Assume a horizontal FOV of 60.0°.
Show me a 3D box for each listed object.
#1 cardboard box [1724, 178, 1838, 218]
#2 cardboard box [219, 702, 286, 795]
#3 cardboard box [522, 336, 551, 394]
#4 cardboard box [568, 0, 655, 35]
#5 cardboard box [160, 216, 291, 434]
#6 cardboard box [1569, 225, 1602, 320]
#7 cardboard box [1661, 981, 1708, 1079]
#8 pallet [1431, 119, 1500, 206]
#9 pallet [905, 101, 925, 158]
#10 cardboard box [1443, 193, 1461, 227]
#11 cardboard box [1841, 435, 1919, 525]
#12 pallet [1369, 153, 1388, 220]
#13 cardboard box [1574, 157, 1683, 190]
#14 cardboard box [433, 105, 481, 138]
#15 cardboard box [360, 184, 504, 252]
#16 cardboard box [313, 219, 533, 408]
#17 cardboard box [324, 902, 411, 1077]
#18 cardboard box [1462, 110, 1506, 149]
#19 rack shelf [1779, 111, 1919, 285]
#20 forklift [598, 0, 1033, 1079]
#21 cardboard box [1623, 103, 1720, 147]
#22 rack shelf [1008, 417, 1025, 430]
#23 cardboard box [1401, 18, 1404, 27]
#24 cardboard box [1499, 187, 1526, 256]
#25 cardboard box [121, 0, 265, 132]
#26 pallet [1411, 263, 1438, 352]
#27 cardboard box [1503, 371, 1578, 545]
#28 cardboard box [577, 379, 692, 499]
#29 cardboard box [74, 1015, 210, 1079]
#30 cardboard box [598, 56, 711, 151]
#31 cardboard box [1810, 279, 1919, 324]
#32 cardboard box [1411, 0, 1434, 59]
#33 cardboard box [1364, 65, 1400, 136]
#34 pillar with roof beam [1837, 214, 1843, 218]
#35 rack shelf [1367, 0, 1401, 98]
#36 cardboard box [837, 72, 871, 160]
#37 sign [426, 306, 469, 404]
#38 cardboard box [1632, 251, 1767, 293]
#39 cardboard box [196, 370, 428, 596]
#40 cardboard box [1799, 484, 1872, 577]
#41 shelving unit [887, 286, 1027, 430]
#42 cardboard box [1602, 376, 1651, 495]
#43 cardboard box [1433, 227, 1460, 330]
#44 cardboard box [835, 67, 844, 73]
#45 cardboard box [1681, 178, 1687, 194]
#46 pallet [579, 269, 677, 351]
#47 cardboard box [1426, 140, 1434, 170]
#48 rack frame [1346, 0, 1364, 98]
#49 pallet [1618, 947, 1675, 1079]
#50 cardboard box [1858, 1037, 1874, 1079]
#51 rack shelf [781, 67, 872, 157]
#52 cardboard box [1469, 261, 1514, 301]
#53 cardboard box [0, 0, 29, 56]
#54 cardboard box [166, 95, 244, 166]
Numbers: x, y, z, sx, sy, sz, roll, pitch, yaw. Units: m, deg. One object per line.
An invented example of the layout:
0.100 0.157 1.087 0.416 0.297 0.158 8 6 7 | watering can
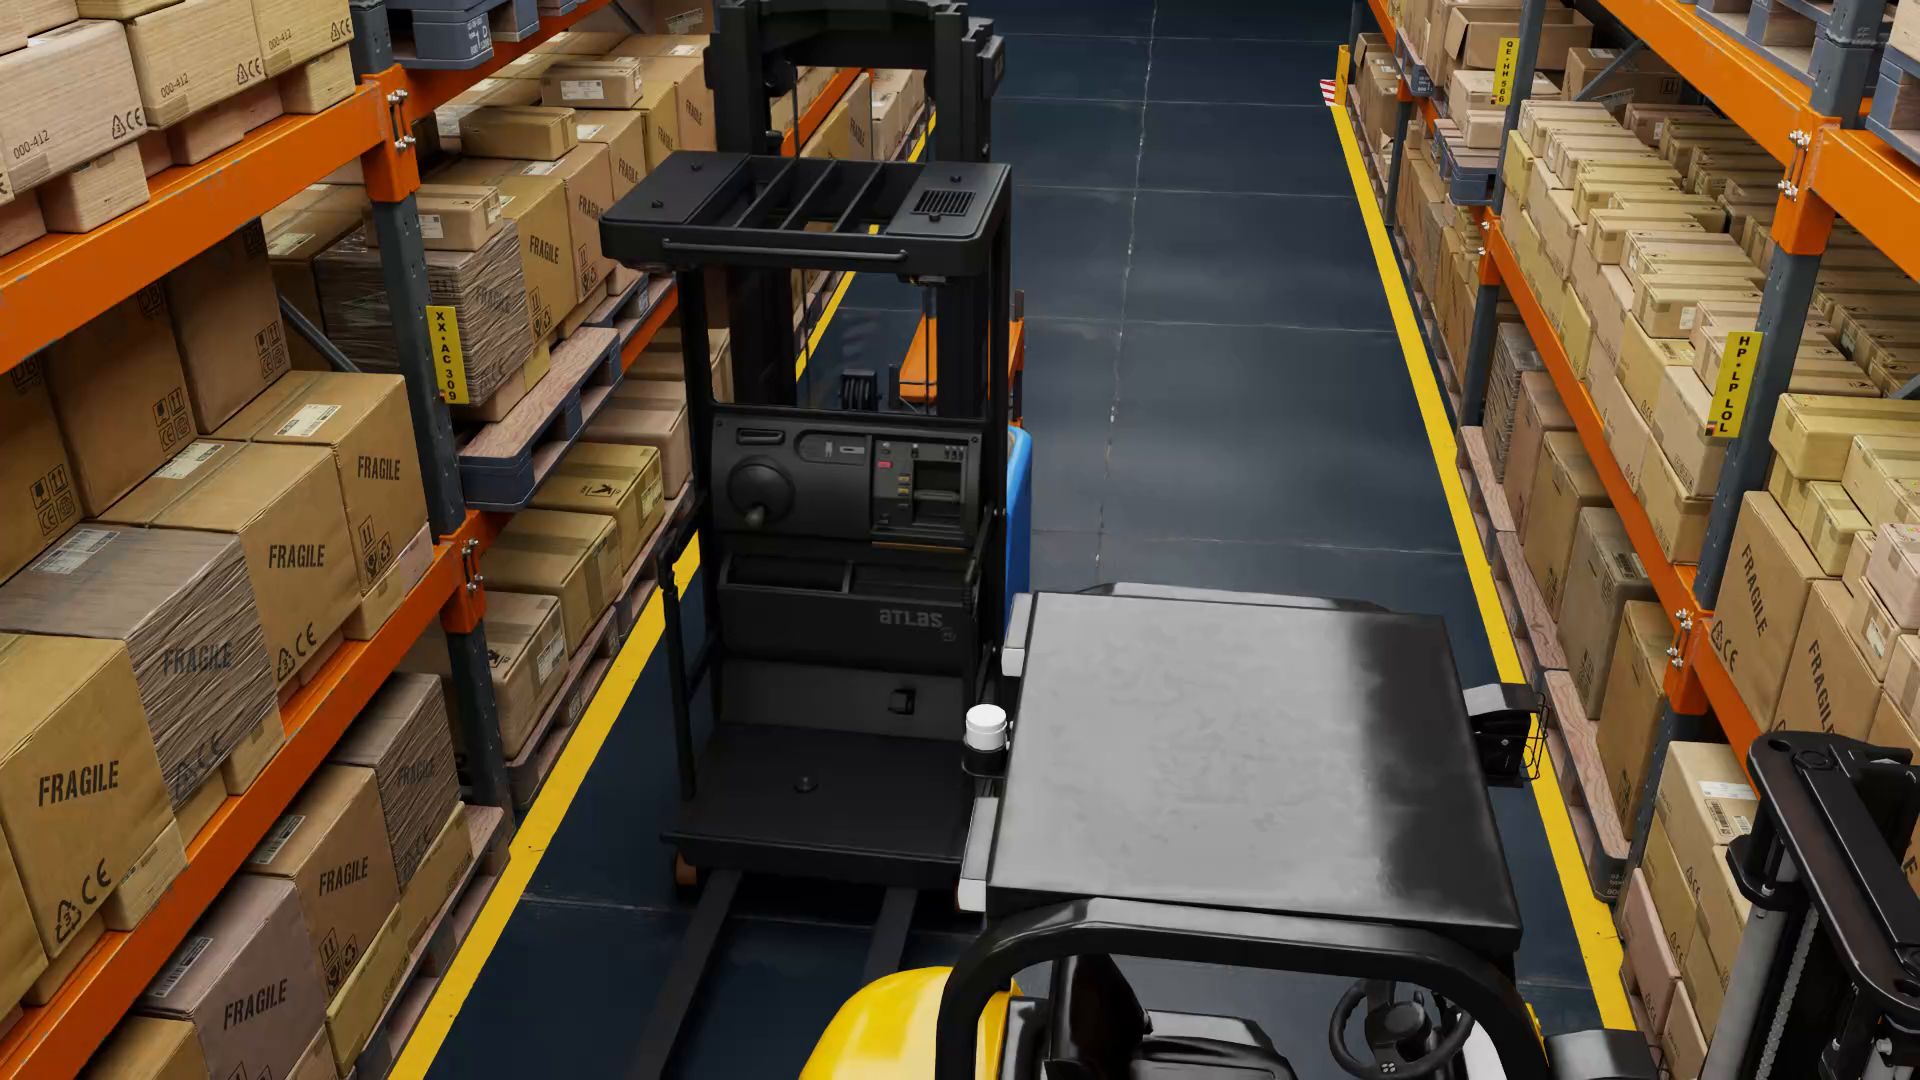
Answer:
3.384 -1.383 6.864 0.380 0.149 0.250 3 28 5 | cardboard box
-2.021 0.528 4.372 0.380 0.149 0.250 3 28 5 | cardboard box
-1.742 -0.663 6.140 0.380 0.149 0.250 4 29 7 | cardboard box
-1.869 -2.856 9.228 0.500 0.500 0.500 3 28 5 | cardboard box
-2.432 -0.651 4.822 0.700 0.500 0.500 3 28 6 | cardboard box
2.775 -1.063 6.691 0.500 0.250 0.500 4 29 7 | cardboard box
2.329 1.531 4.702 0.500 0.250 0.500 3 28 5 | cardboard box
3.268 -2.065 9.123 1.213 0.211 1.003 3 28 6 | pallet
-0.865 -3.697 14.891 1.003 0.211 1.213 3 28 6 | pallet
3.254 -2.066 10.431 0.380 0.149 0.250 2 28 4 | cardboard box
2.506 -0.142 4.247 0.380 0.149 0.250 4 29 7 | cardboard box
3.829 -2.805 13.234 1.003 0.211 1.213 3 28 6 | pallet
2.865 -1.531 7.140 0.380 0.149 0.250 4 29 7 | cardboard box
-2.142 -1.543 7.090 0.500 0.500 0.500 2 28 4 | cardboard box
-1.754 -1.076 5.540 0.380 0.149 0.250 3 28 6 | cardboard box
-1.821 -0.794 5.699 0.500 0.500 0.500 4 29 7 | cardboard box
-2.024 1.341 5.055 0.500 0.250 0.500 3 28 5 | cardboard box
2.954 -2.232 9.052 0.380 0.149 0.250 4 29 7 | cardboard box
2.519 -0.006 2.694 1.077 0.370 4.000 3 28 6 | rack shelf
-0.419 -0.163 5.462 1.130 2.935 3.031 4 29 8 | forklift
3.415 -1.991 7.994 0.380 0.149 0.250 4 29 8 | cardboard box
0.001 -0.283 8.105 0.538 0.278 1.000 3 28 6 | rack shelf
3.543 -3.887 12.567 0.380 0.149 0.250 4 29 8 | cardboard box
2.957 -1.566 8.151 0.500 0.250 0.500 3 29 6 | cardboard box
-2.010 -1.154 3.912 0.500 0.250 0.500 3 28 5 | cardboard box
3.535 -1.520 10.850 1.003 0.211 1.213 3 28 6 | pallet
3.092 -0.365 7.826 0.875 0.625 0.625 4 29 8 | cardboard box
-1.834 -0.528 8.395 0.950 0.372 0.625 3 28 5 | cardboard box
-2.148 1.491 3.985 0.500 0.500 0.500 4 29 7 | cardboard box
-1.505 -1.999 7.935 0.500 0.500 0.500 3 28 5 | cardboard box
3.147 -0.788 5.761 0.380 0.149 0.250 3 28 6 | cardboard box
3.400 -3.480 10.998 0.700 0.500 0.500 4 29 7 | cardboard box
3.758 -3.751 14.242 0.500 0.500 0.500 4 29 7 | cardboard box
-0.284 -4.051 6.282 9.100 9.000 0.400 3 28 6 | pillar with roof beam
3.989 -4.334 13.890 1.077 0.370 4.000 3 28 6 | rack shelf
-1.179 -2.949 12.358 0.875 0.875 0.875 4 29 8 | cardboard box
-1.623 -0.583 5.257 0.100 0.325 0.005 3 28 6 | sign
2.676 -0.932 6.029 0.380 0.149 0.250 3 28 5 | cardboard box
-1.970 -0.181 5.005 0.500 0.500 0.500 3 28 5 | cardboard box
2.434 -0.016 4.328 0.380 0.149 0.250 4 29 7 | cardboard box
0.001 -0.498 7.989 0.538 1.125 1.048 3 28 6 | shelving unit
2.622 -0.367 5.926 0.500 0.250 0.500 3 28 6 | cardboard box
3.226 -1.604 10.257 0.500 0.500 0.500 5 29 8 | cardboard box
-1.051 -3.464 11.676 0.500 0.250 0.500 3 28 5 | cardboard box
3.414 -1.512 7.525 0.500 0.250 0.500 4 29 7 | cardboard box
-1.874 -1.094 7.321 1.003 0.211 1.213 3 28 6 | pallet
3.459 -2.669 11.551 0.380 0.149 0.250 2 28 4 | cardboard box
4.234 -5.592 15.467 1.000 3.000 0.127 3 28 6 | rack frame
2.625 1.656 4.953 1.003 0.211 1.213 3 28 6 | pallet
2.271 1.327 4.027 0.500 0.250 0.500 4 29 8 | cardboard box
-1.427 -2.738 10.927 1.077 0.370 4.000 3 28 6 | rack shelf
3.063 -1.443 9.275 0.380 0.149 0.250 2 28 4 | cardboard box
-2.077 -1.015 3.232 0.380 0.149 0.250 4 29 7 | cardboard box
-2.024 -1.038 4.117 0.380 0.149 0.250 4 29 7 | cardboard box
